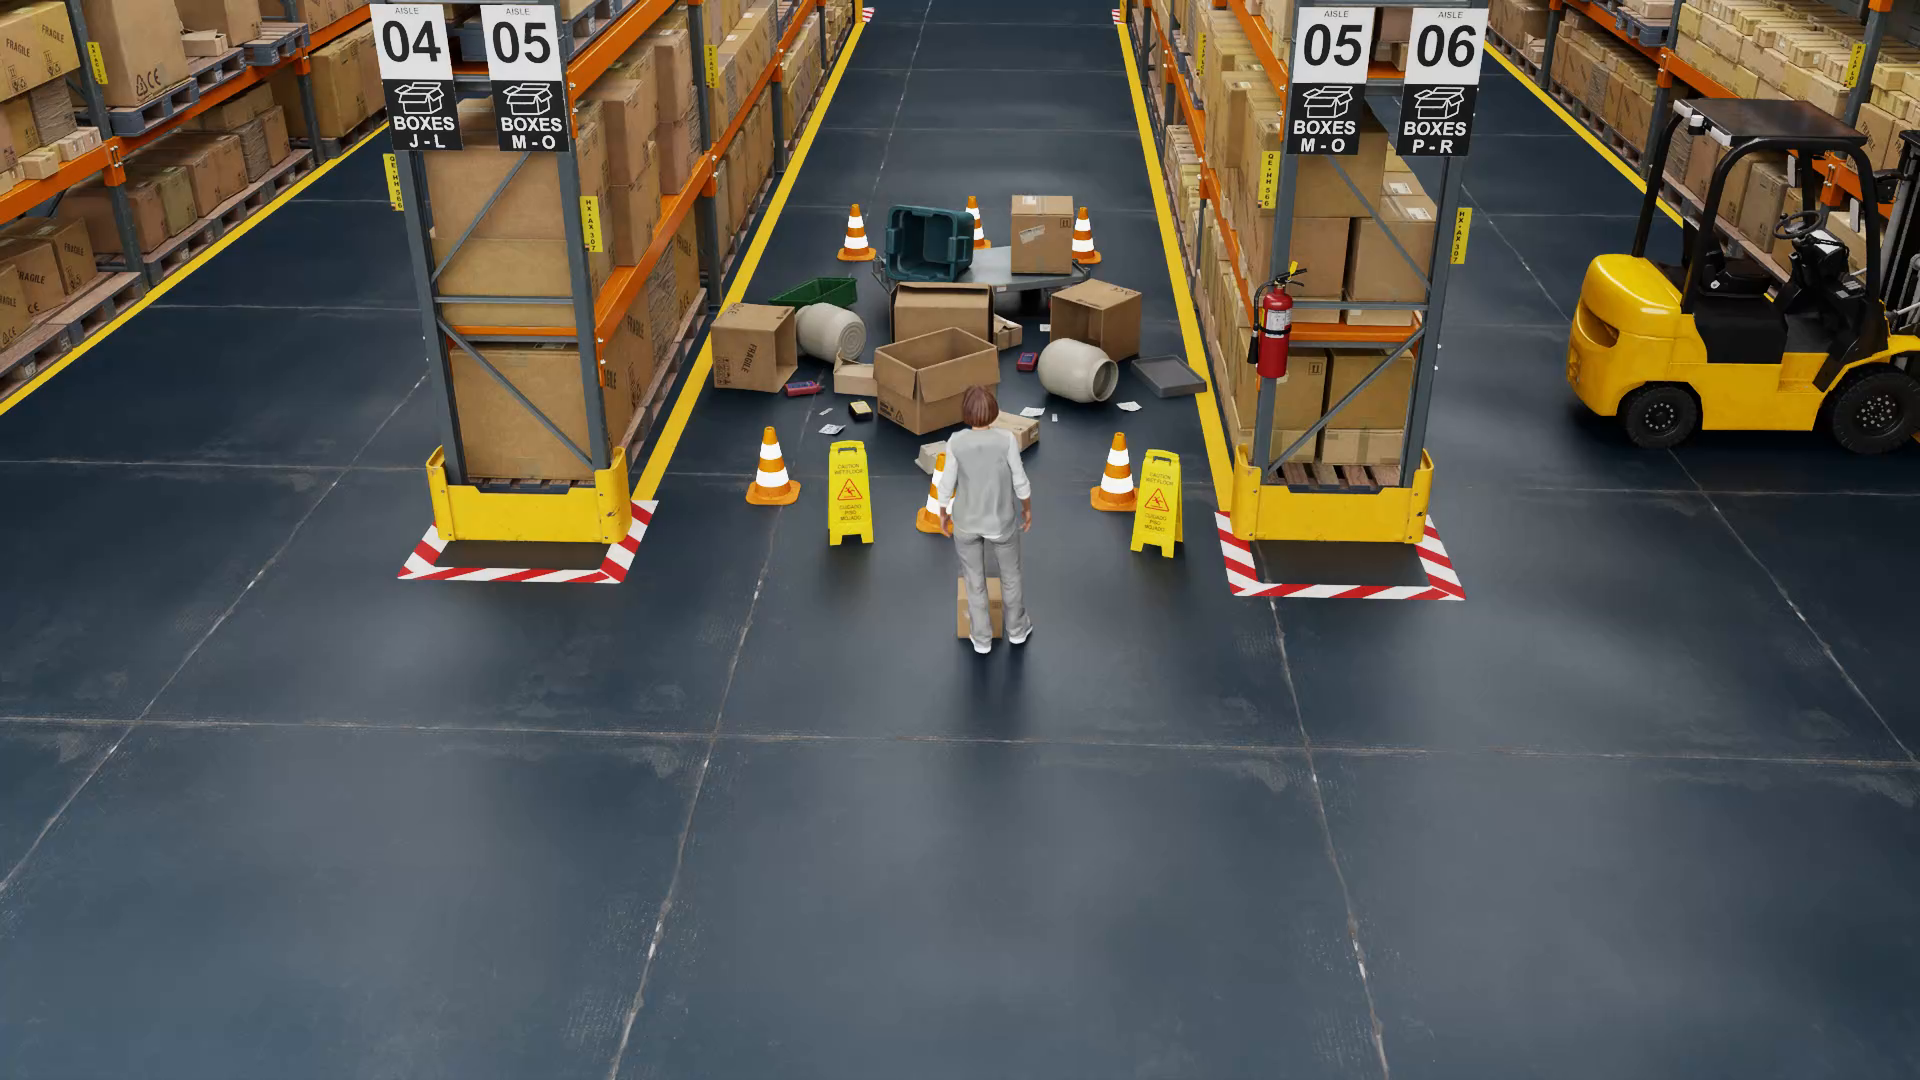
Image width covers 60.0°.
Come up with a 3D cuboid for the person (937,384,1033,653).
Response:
[{"bbox_3d":[0.142,-0.130,8.854,0.520,1.596,0.475,1,28,2],"label":"person"}]
